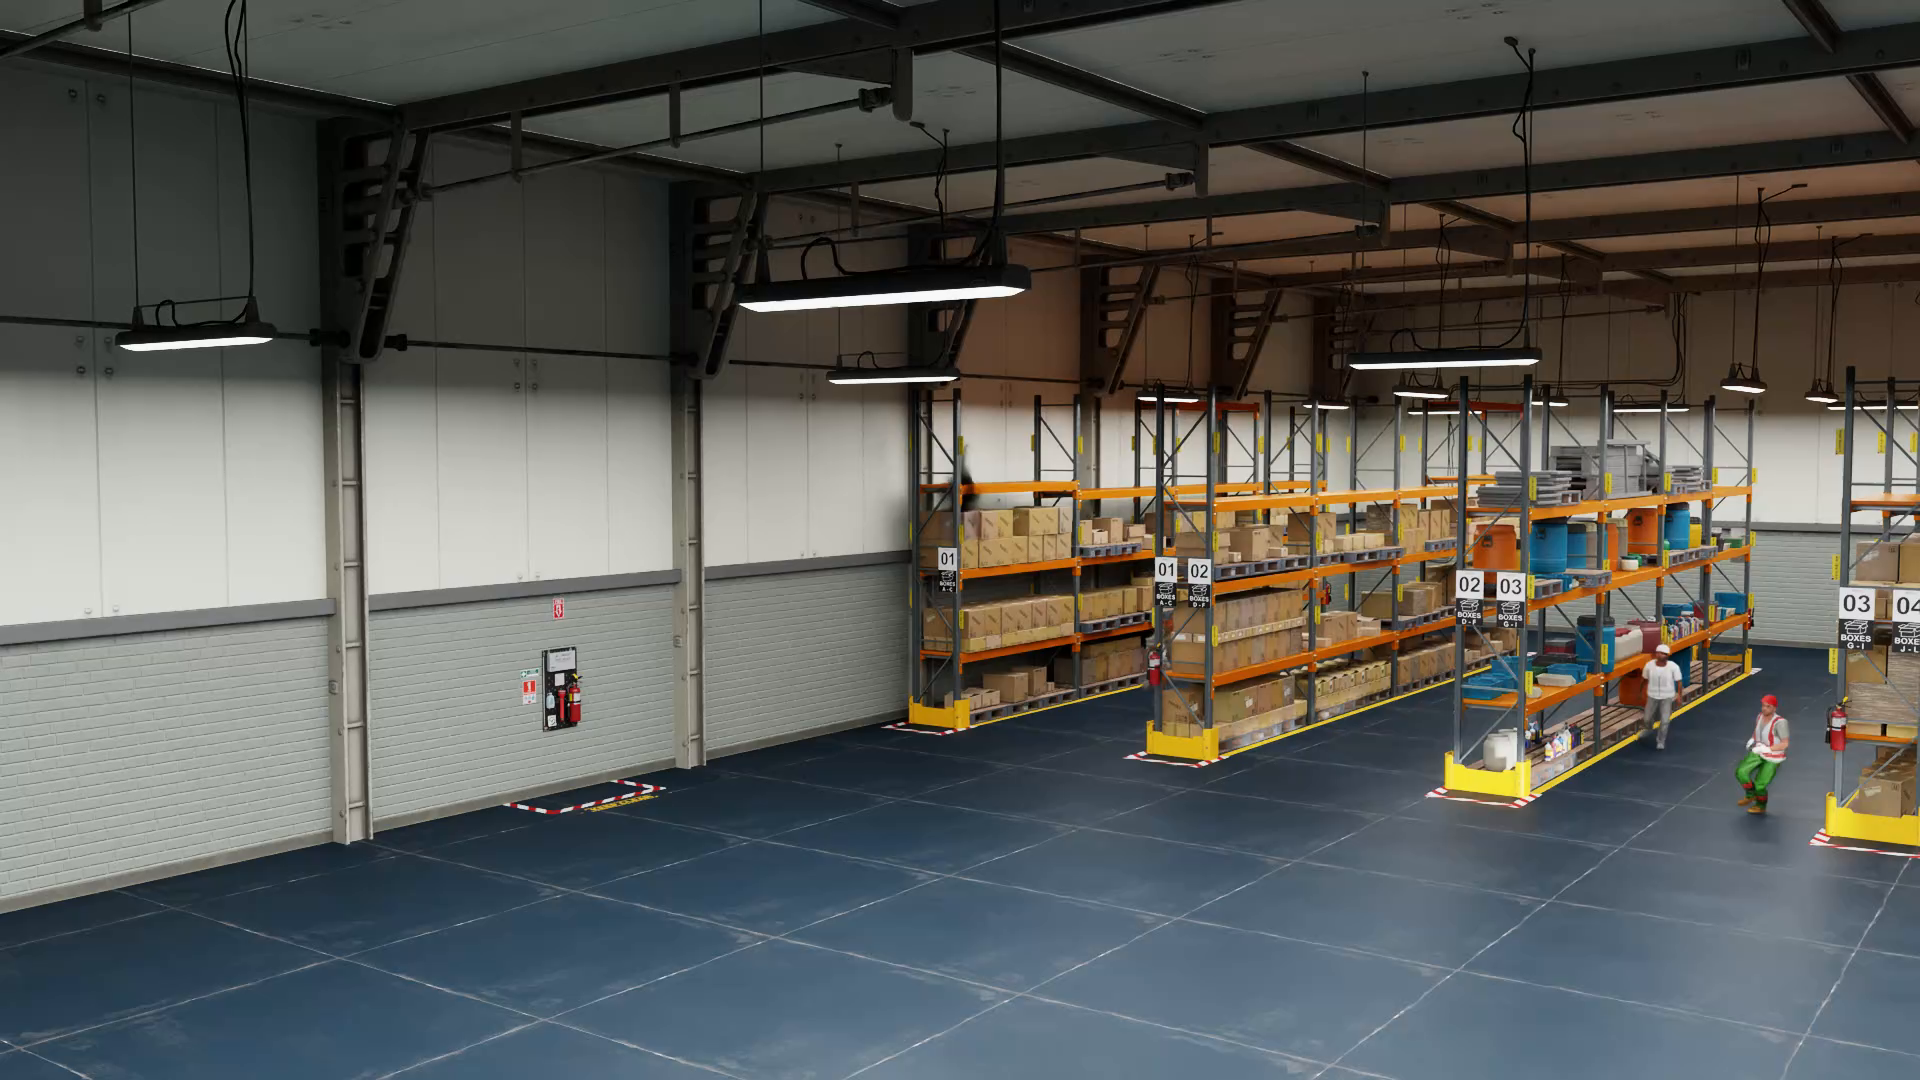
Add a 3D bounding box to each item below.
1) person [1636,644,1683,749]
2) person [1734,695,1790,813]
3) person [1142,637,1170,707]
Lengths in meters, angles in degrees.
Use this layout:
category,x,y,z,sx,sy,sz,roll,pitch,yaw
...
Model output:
category,x,y,z,sx,sy,sz,roll,pitch,yaw
person,11.544,2.569,27.435,0.738,1.731,0.670,2,4,30
person,10.740,2.883,22.328,0.660,1.662,0.864,-1,4,-24
person,3.691,2.510,31.232,0.579,1.408,0.963,3,4,42
